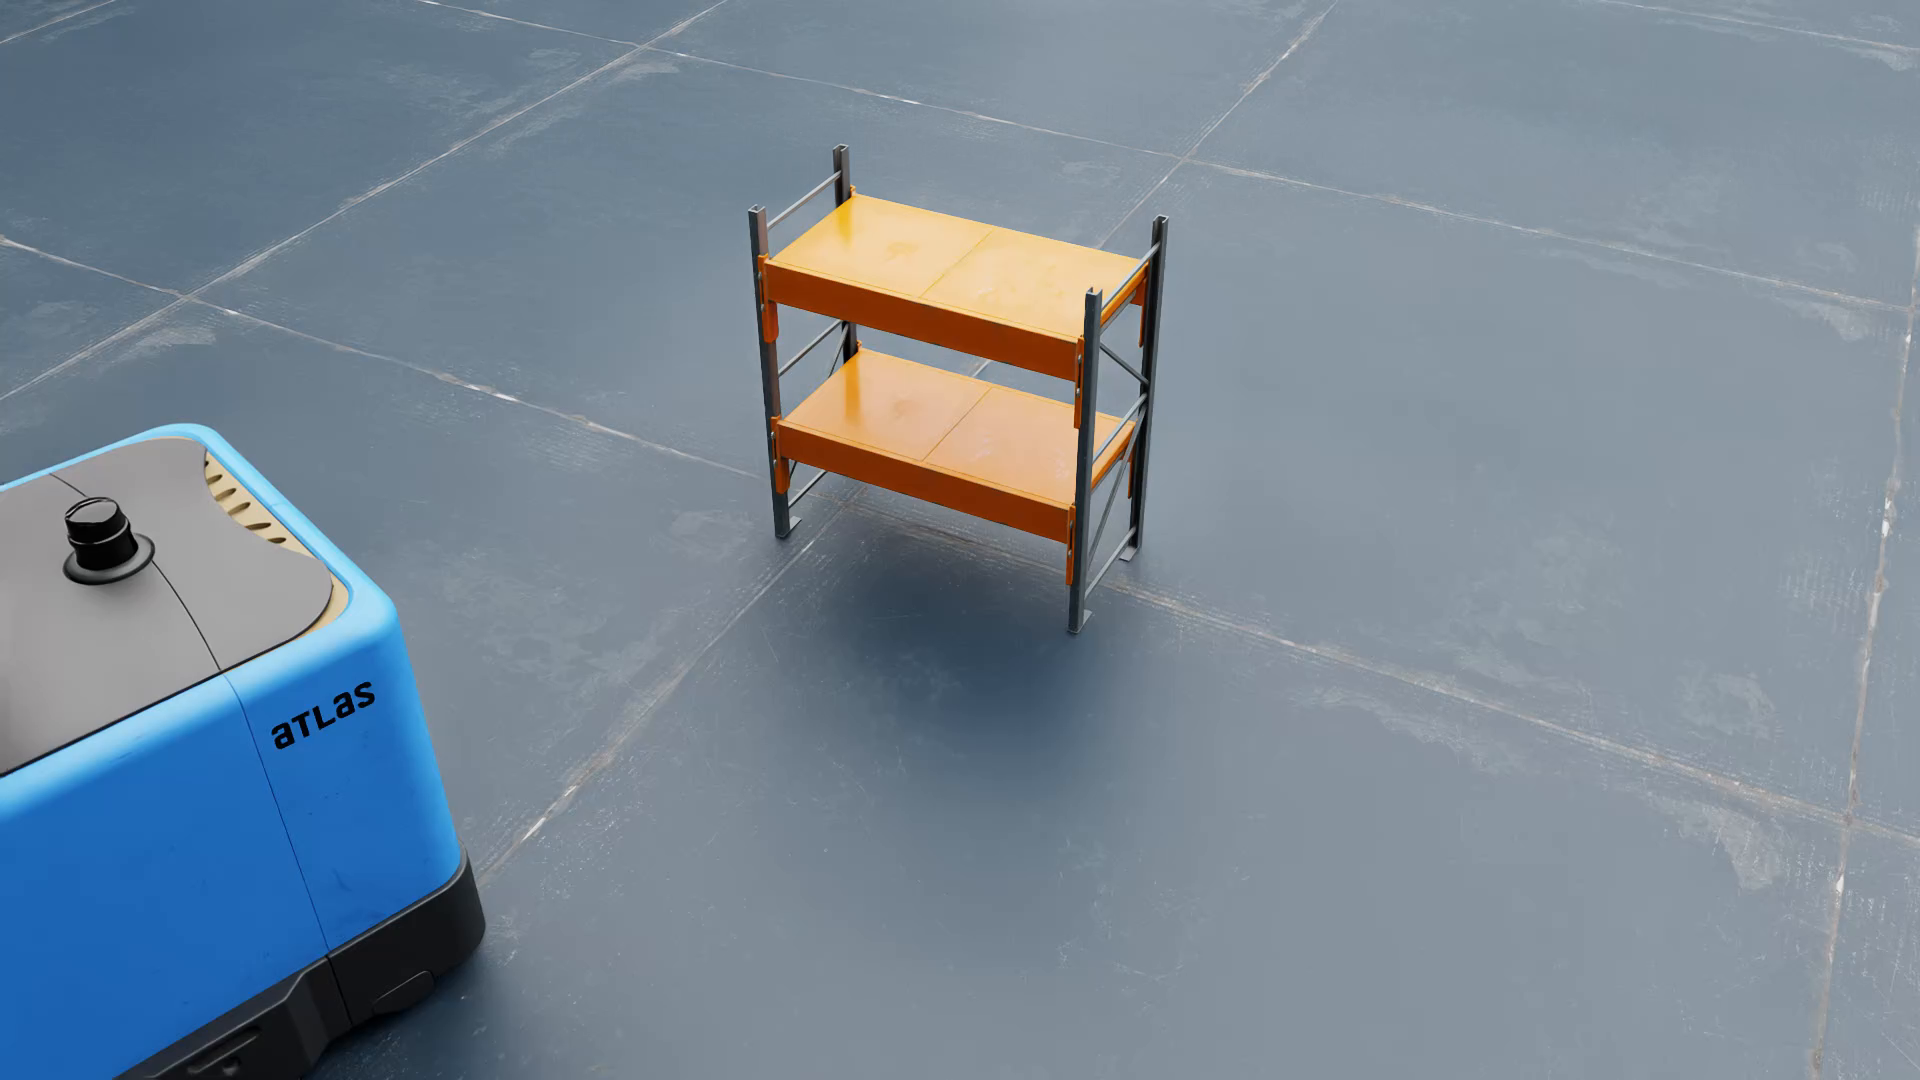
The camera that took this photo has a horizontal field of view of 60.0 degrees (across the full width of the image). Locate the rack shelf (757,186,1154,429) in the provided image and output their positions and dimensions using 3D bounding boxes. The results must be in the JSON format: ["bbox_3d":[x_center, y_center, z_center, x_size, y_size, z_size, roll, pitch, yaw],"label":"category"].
[{"bbox_3d":[-0.006,-0.683,4.735,1.000,0.278,0.538,17,41,21],"label":"rack shelf"}]

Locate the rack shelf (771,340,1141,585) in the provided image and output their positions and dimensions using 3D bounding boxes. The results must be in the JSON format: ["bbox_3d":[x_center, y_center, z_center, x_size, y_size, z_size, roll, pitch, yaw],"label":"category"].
[{"bbox_3d":[-0.006,-0.255,5.060,1.000,0.278,0.538,17,41,21],"label":"rack shelf"}]

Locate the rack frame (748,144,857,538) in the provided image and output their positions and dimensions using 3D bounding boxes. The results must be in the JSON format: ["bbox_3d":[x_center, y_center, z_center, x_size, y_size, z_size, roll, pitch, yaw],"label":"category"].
[{"bbox_3d":[-0.457,-0.591,5.099,0.032,1.125,0.500,17,41,21],"label":"rack frame"}]

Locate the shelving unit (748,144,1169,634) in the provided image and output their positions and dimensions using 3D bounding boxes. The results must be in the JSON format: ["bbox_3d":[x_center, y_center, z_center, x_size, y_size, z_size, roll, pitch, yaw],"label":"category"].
[{"bbox_3d":[-0.006,-0.450,4.912,1.048,1.125,0.538,17,41,21],"label":"shelving unit"}]

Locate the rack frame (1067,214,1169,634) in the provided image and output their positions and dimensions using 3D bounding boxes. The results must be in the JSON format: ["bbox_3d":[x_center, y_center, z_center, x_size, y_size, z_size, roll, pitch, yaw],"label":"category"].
[{"bbox_3d":[0.445,-0.309,4.726,0.032,1.125,0.500,17,41,21],"label":"rack frame"}]

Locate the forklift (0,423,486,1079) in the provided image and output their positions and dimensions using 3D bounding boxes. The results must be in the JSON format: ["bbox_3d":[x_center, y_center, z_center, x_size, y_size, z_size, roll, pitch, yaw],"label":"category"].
[{"bbox_3d":[-2.539,0.212,2.546,3.031,2.935,1.130,-29,46,-33],"label":"forklift"}]
